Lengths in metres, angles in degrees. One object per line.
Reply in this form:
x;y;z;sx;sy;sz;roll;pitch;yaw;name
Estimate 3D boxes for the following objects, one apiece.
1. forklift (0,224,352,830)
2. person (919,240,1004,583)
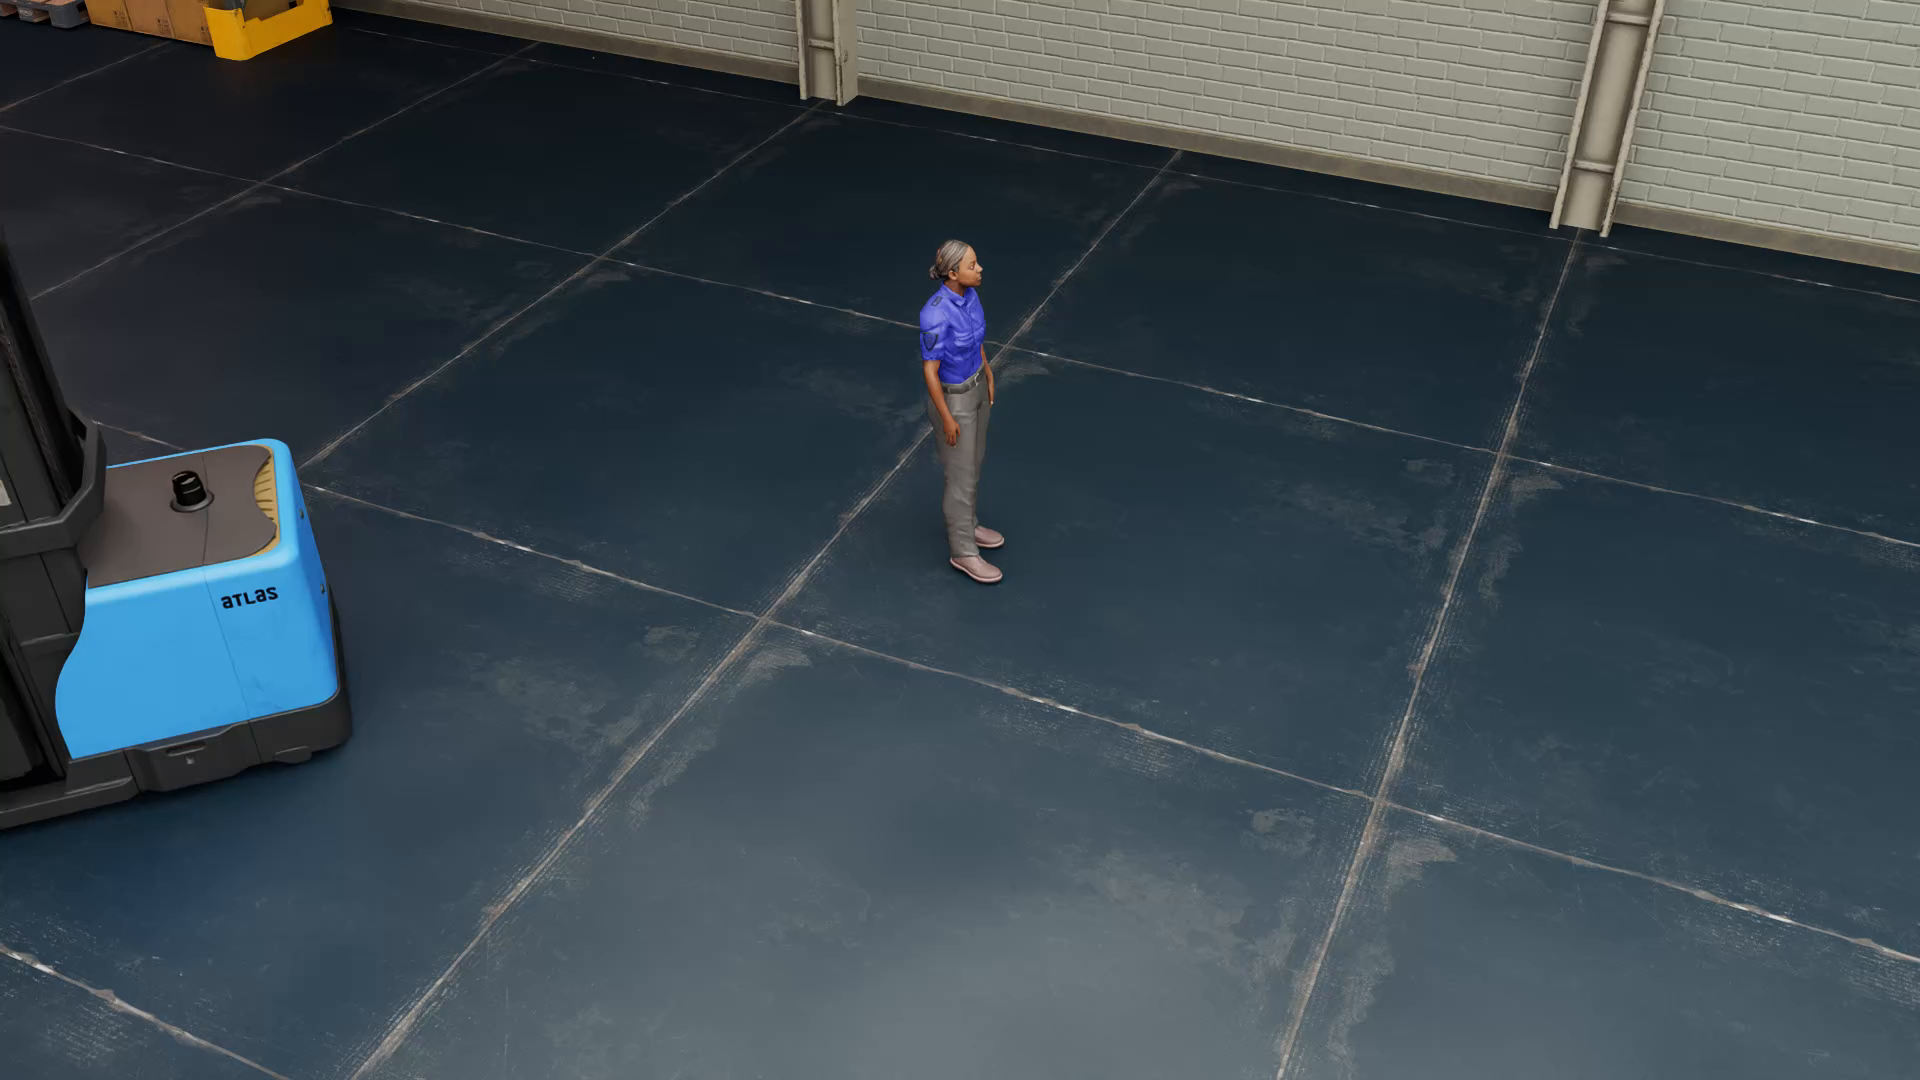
-4.244;-0.225;6.402;3.031;2.935;1.130;-12;37;-17;forklift
0.072;-0.648;8.082;0.503;1.656;0.570;15;38;20;person
